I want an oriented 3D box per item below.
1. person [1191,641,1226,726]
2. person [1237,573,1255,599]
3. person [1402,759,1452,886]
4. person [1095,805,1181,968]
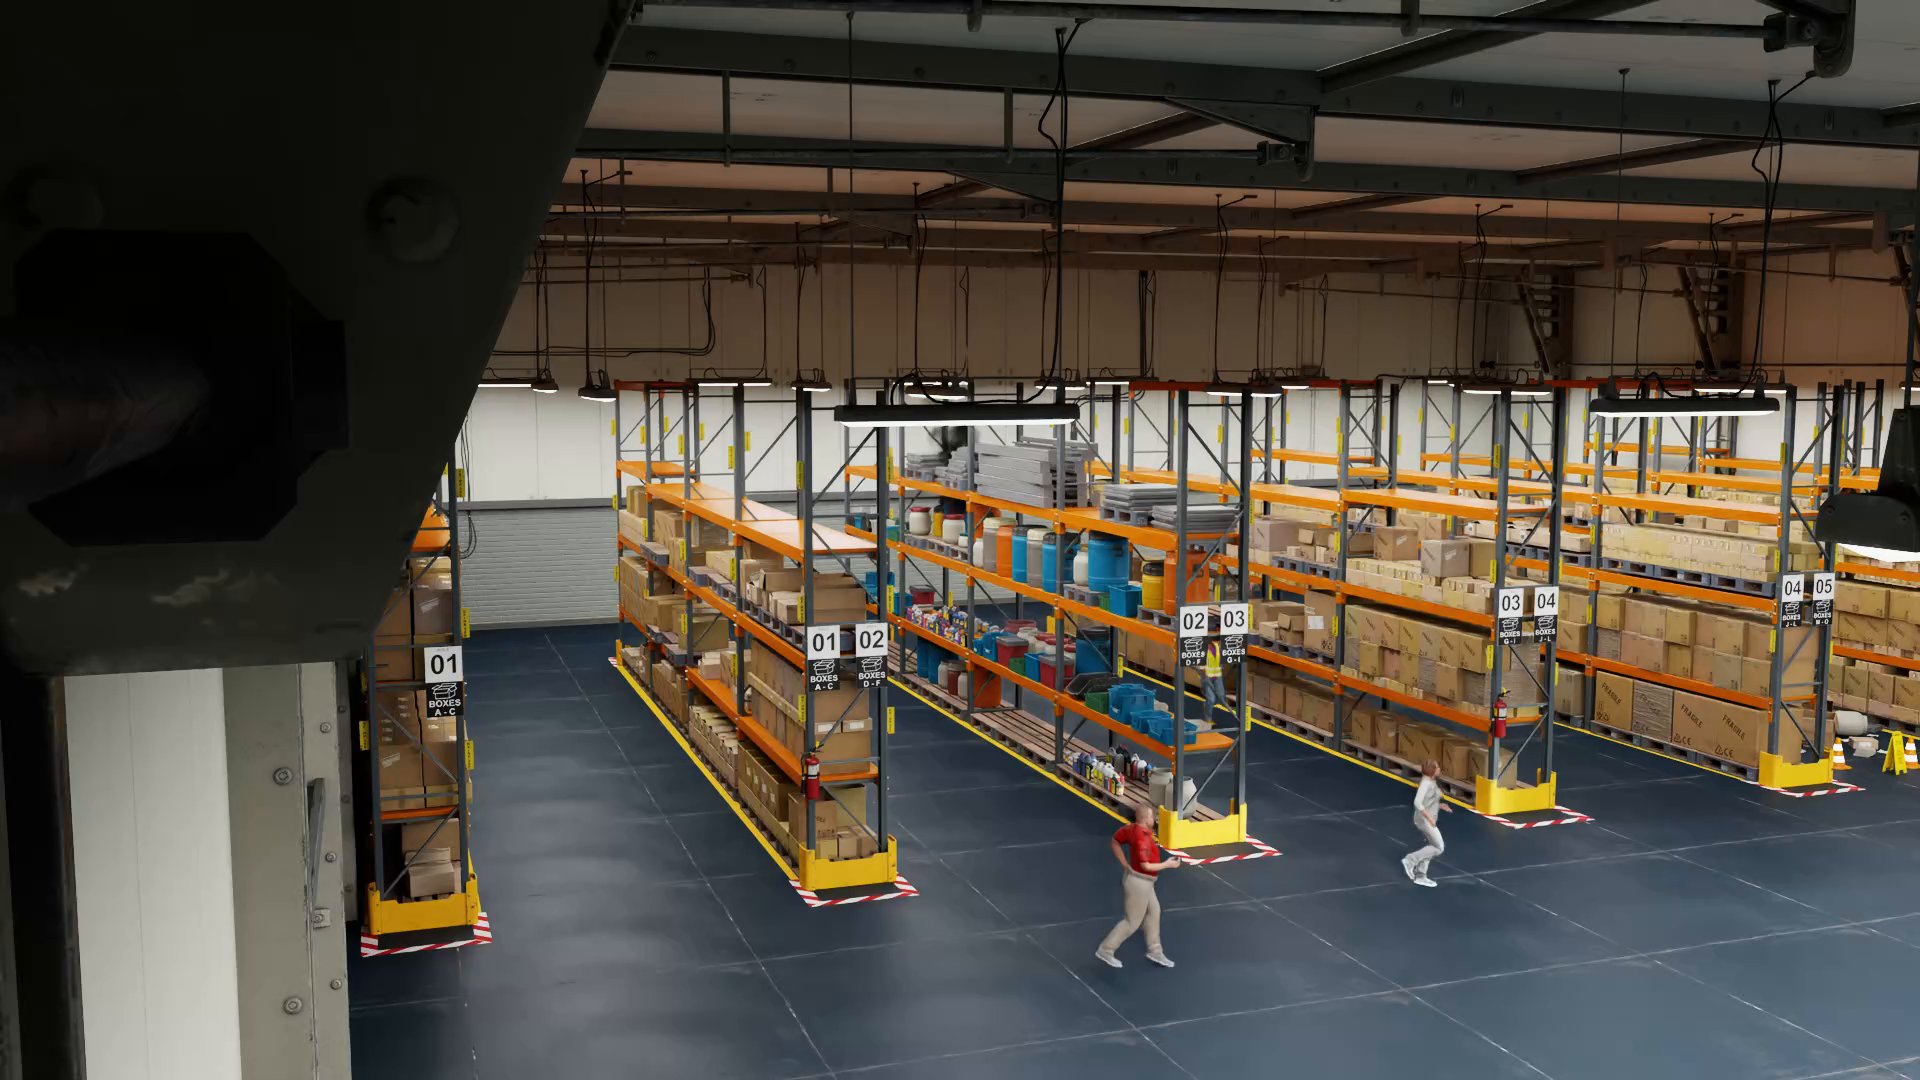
[{"bbox_3d":[4.381,2.394,29.169,0.696,1.718,0.605,-3,7,-25],"label":"person"},{"bbox_3d":[7.257,1.081,41.696,0.956,1.663,0.549,-6,8,-42],"label":"person"},{"bbox_3d":[5.684,3.429,20.225,0.569,1.570,0.527,2,6,15],"label":"person"},{"bbox_3d":[1.846,3.646,17.380,0.893,1.774,0.611,0,6,-3],"label":"person"}]
